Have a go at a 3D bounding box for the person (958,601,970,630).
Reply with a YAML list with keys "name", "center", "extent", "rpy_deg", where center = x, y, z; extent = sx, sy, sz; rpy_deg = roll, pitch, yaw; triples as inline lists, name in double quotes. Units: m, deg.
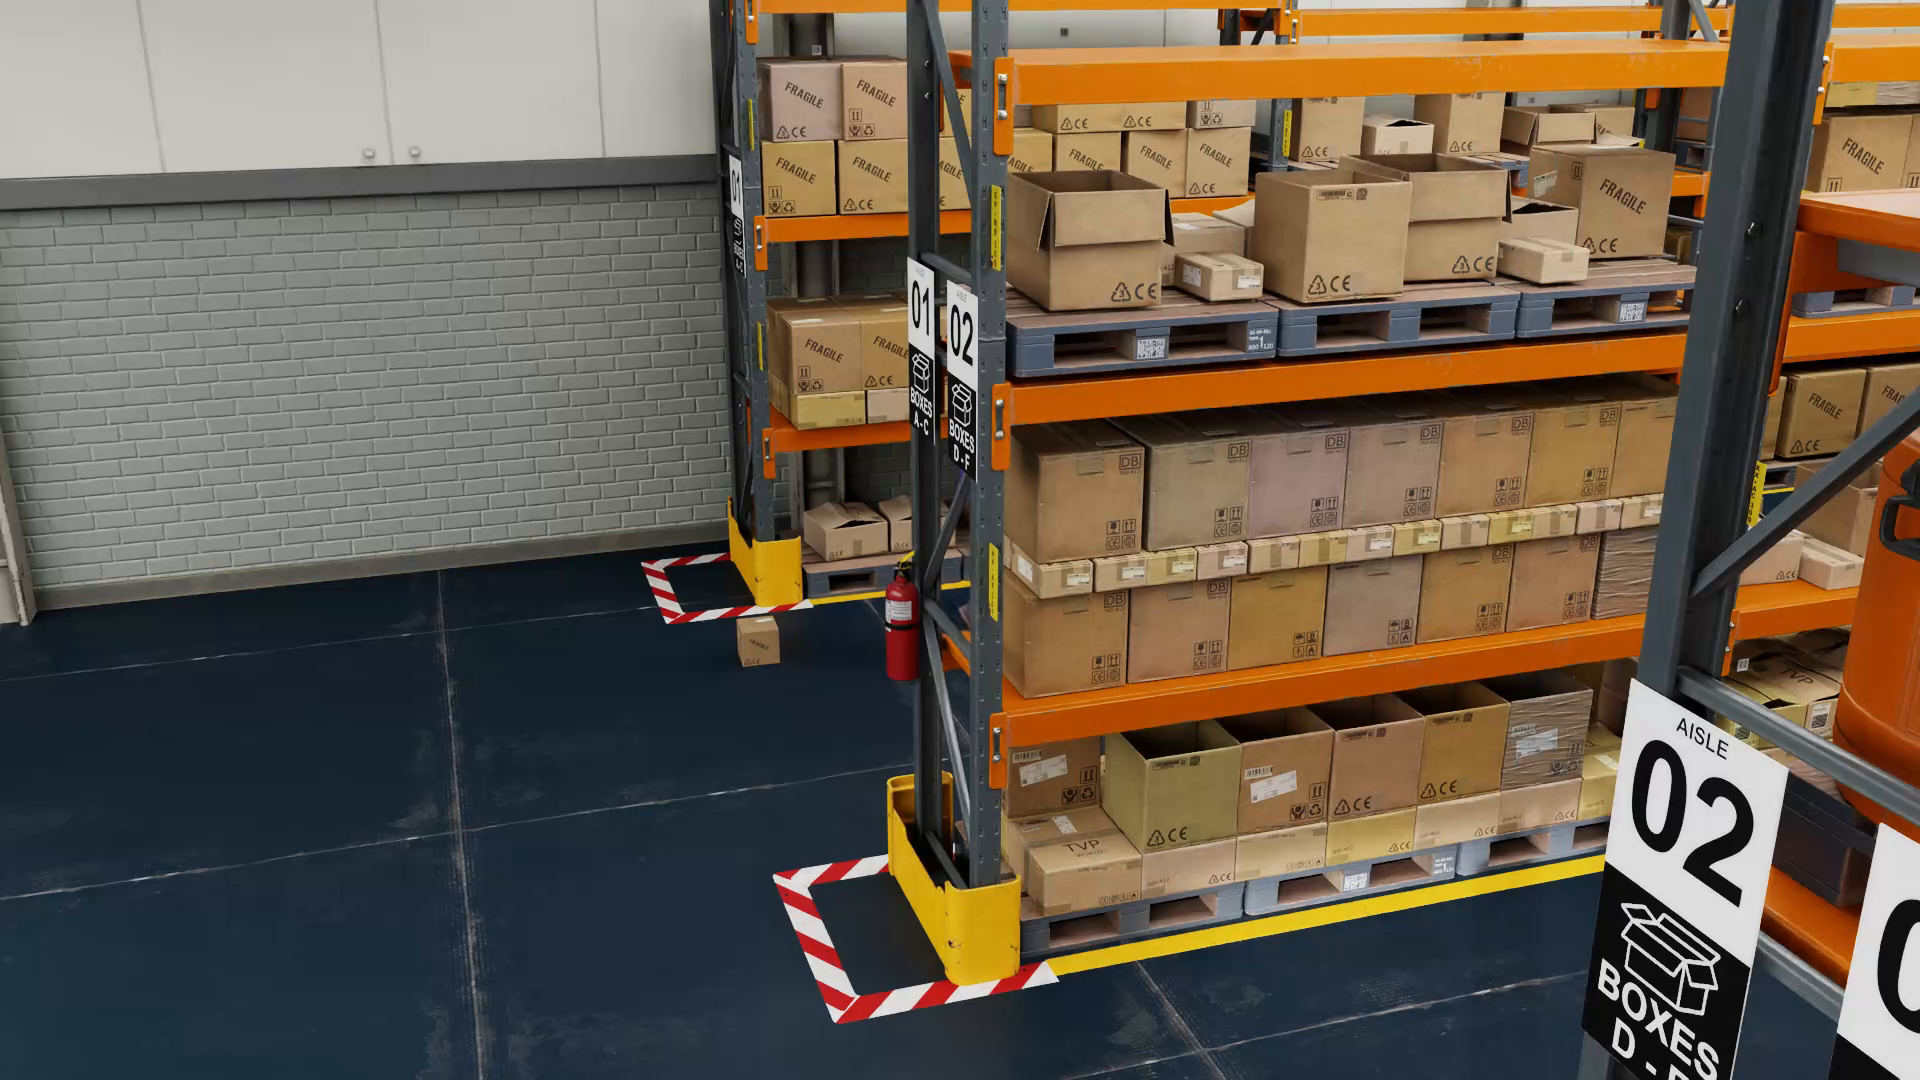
- name: "person"
  center: [0.246, -0.013, 11.046]
  extent: [0.545, 1.642, 0.455]
  rpy_deg: [2, 20, 7]
